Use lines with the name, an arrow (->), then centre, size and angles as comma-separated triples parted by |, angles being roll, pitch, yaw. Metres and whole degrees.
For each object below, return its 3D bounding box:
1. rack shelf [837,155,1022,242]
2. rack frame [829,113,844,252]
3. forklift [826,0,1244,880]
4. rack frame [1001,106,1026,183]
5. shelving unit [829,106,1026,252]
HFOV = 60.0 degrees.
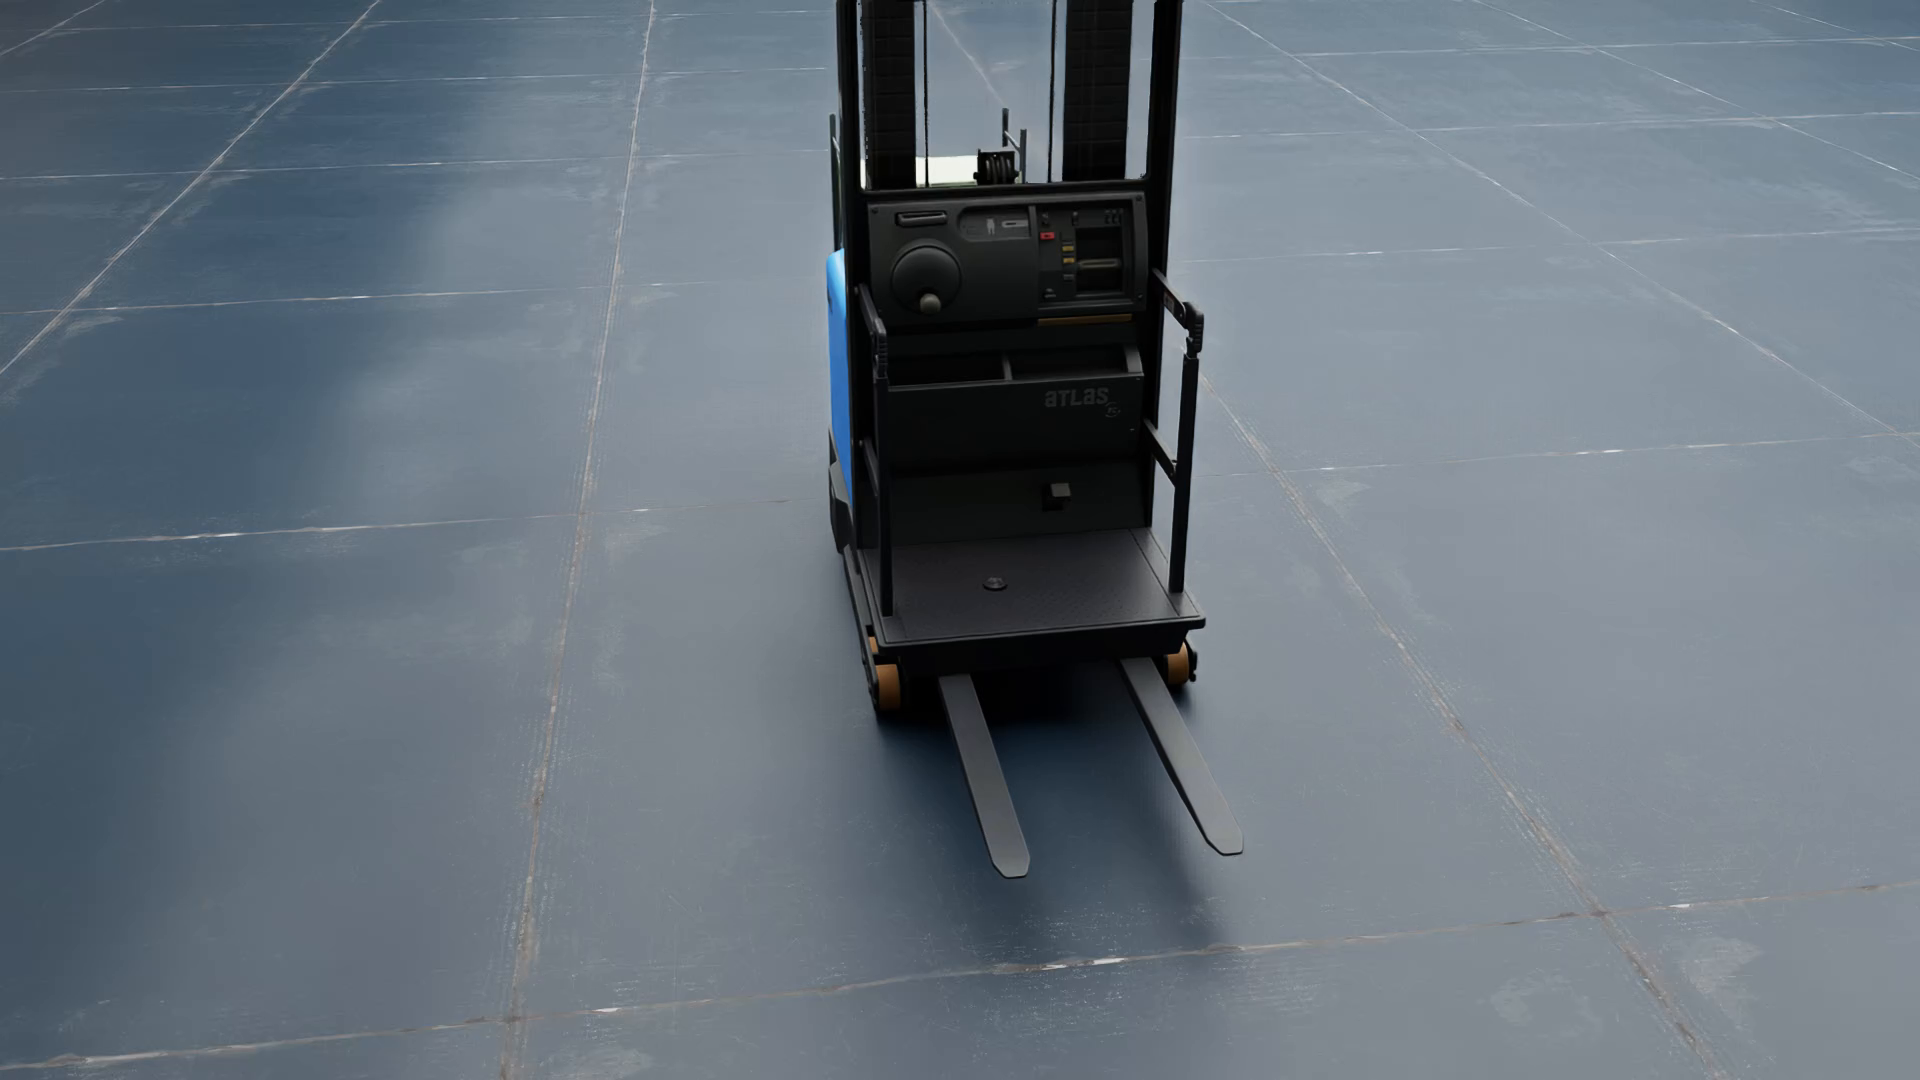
rack shelf -> -0.139, -1.397, 6.975 | 0.720, 0.370, 0.431 | -5, 28, -9
rack frame -> -0.499, -1.020, 7.096 | 0.023, 1.500, 0.400 | -5, 28, -9
forklift -> 0.200, -0.900, 5.294 | 1.130, 2.935, 3.031 | -4, 27, -8
rack frame -> 0.221, -1.079, 7.210 | 0.023, 1.500, 0.400 | -5, 28, -9
shelving unit -> -0.139, -1.050, 7.153 | 0.755, 1.500, 0.431 | -5, 28, -9
